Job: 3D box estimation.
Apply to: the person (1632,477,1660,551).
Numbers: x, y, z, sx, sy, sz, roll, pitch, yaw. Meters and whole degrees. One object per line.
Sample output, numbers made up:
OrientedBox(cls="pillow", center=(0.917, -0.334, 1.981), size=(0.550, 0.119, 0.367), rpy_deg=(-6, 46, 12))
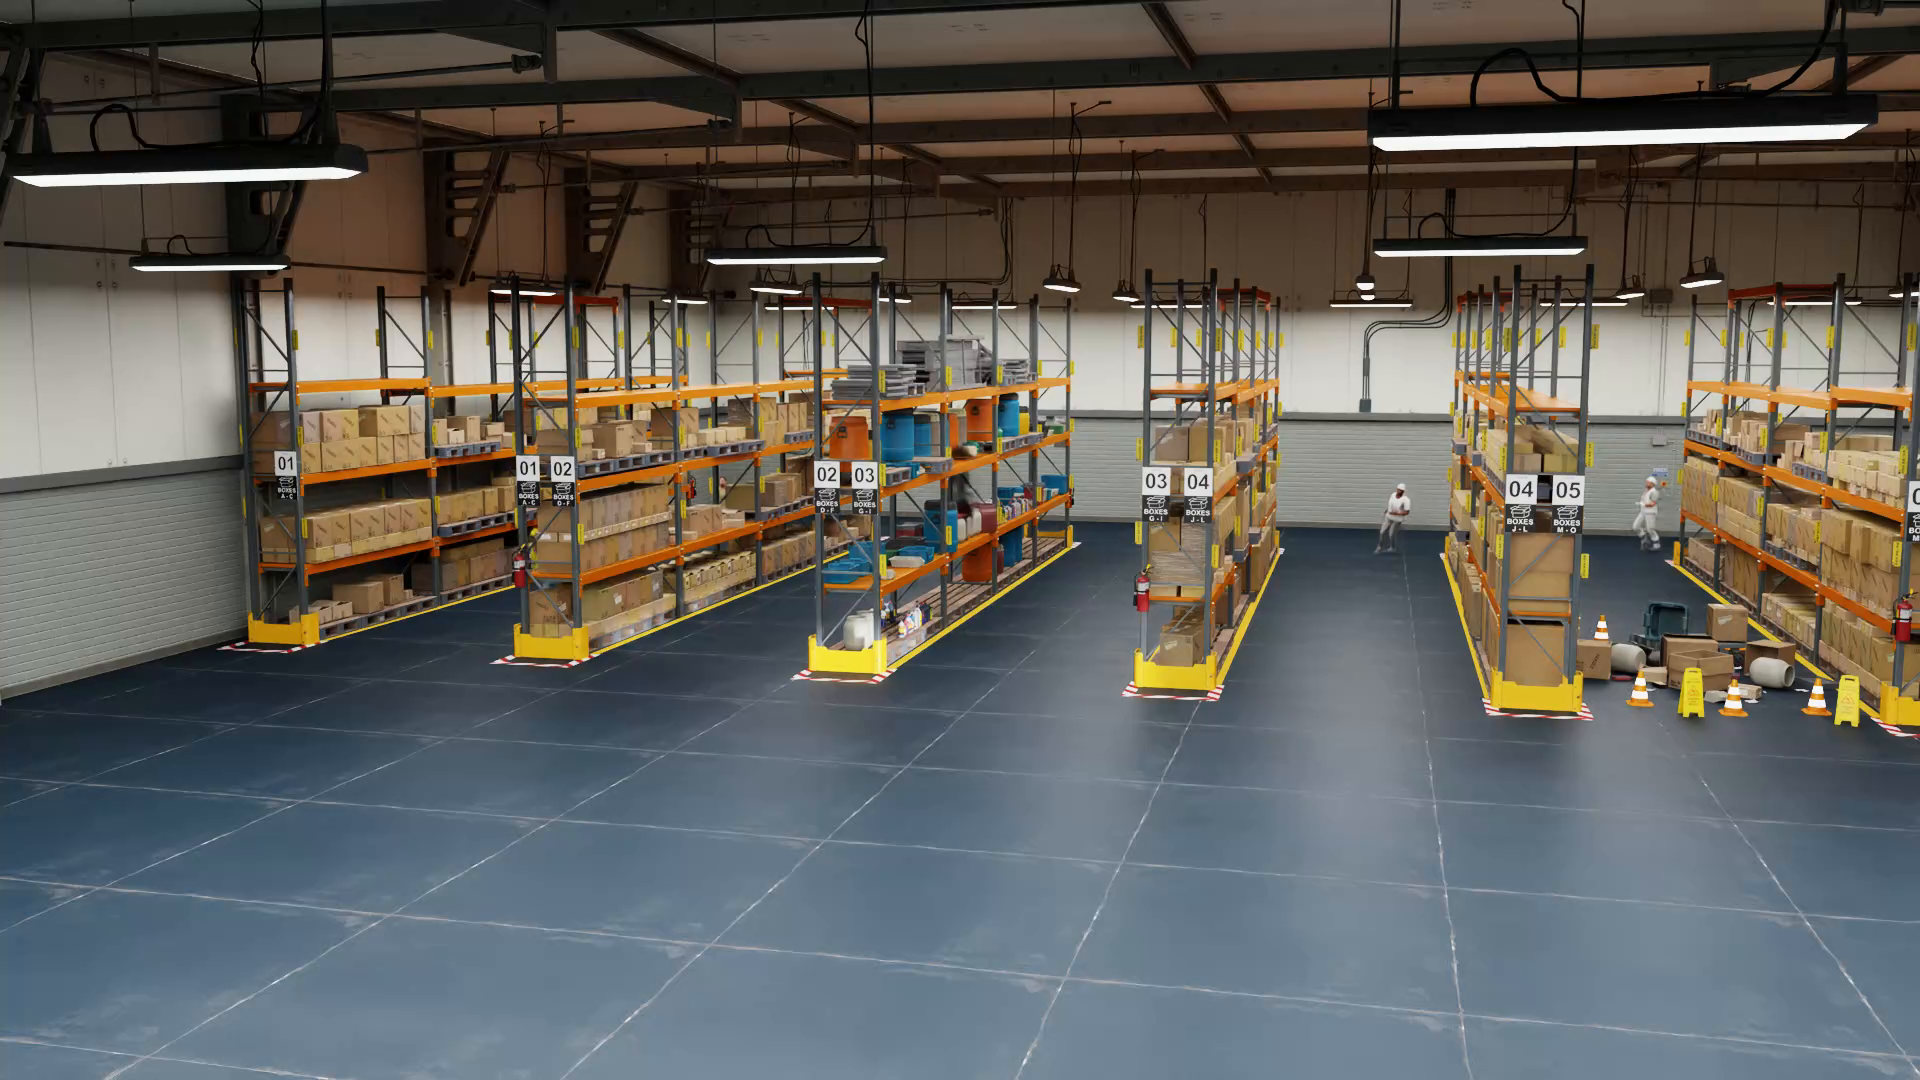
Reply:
OrientedBox(cls="person", center=(16.284, -0.610, 39.414), size=(0.697, 1.783, 0.640), rpy_deg=(-1, 7, -9))

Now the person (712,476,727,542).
OrientedBox(cls="person", center=(-5.912, -0.787, 41.528), size=(0.519, 1.646, 0.748), rpy_deg=(0, 7, 0))

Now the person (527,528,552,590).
OrientedBox(cls="person", center=(-7.366, 0.628, 29.389), size=(0.714, 1.733, 0.985), rpy_deg=(1, 7, 8))

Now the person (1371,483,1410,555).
OrientedBox(cls="person", center=(10.145, -0.471, 38.812), size=(0.622, 1.737, 0.858), rpy_deg=(-5, 9, -38))
